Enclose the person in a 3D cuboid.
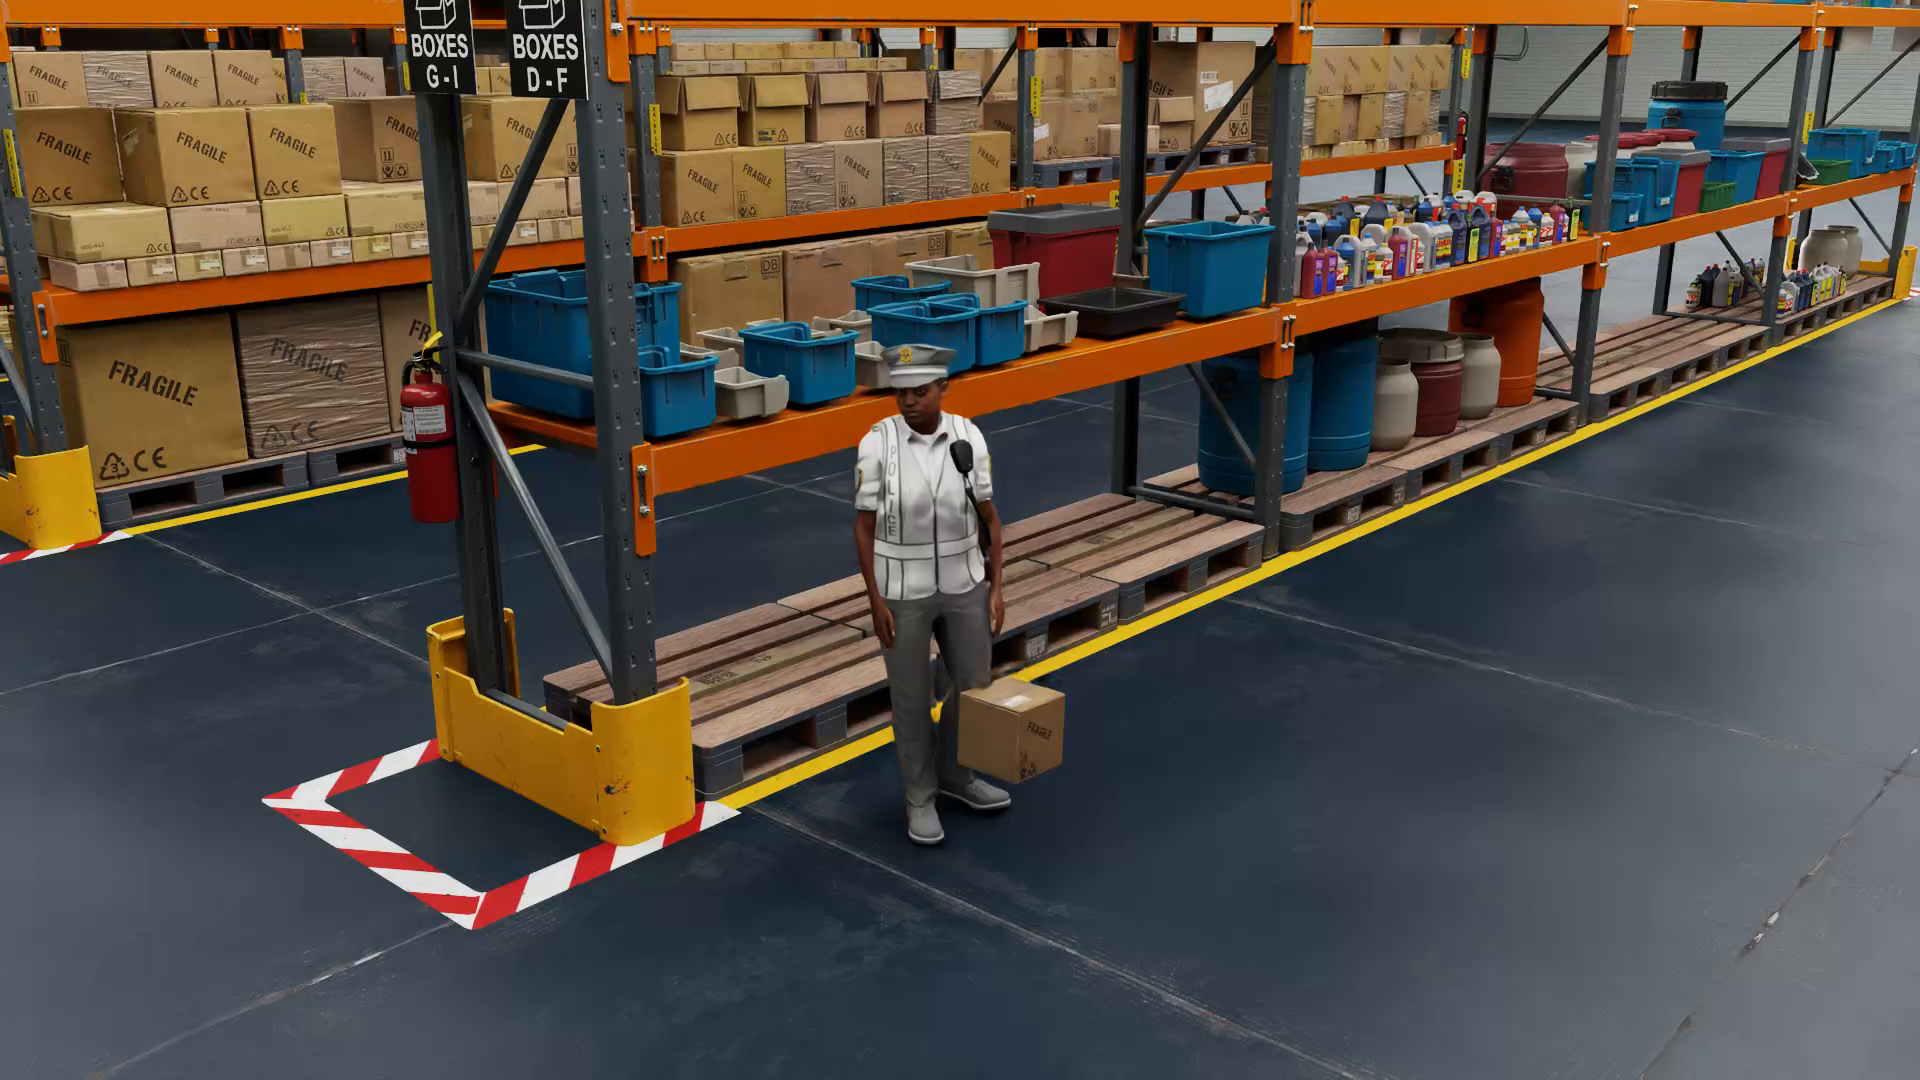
[{"bbox_3d":[-0.077,0.164,5.466,0.544,1.679,0.402,-5,18,-15],"label":"person"}]
